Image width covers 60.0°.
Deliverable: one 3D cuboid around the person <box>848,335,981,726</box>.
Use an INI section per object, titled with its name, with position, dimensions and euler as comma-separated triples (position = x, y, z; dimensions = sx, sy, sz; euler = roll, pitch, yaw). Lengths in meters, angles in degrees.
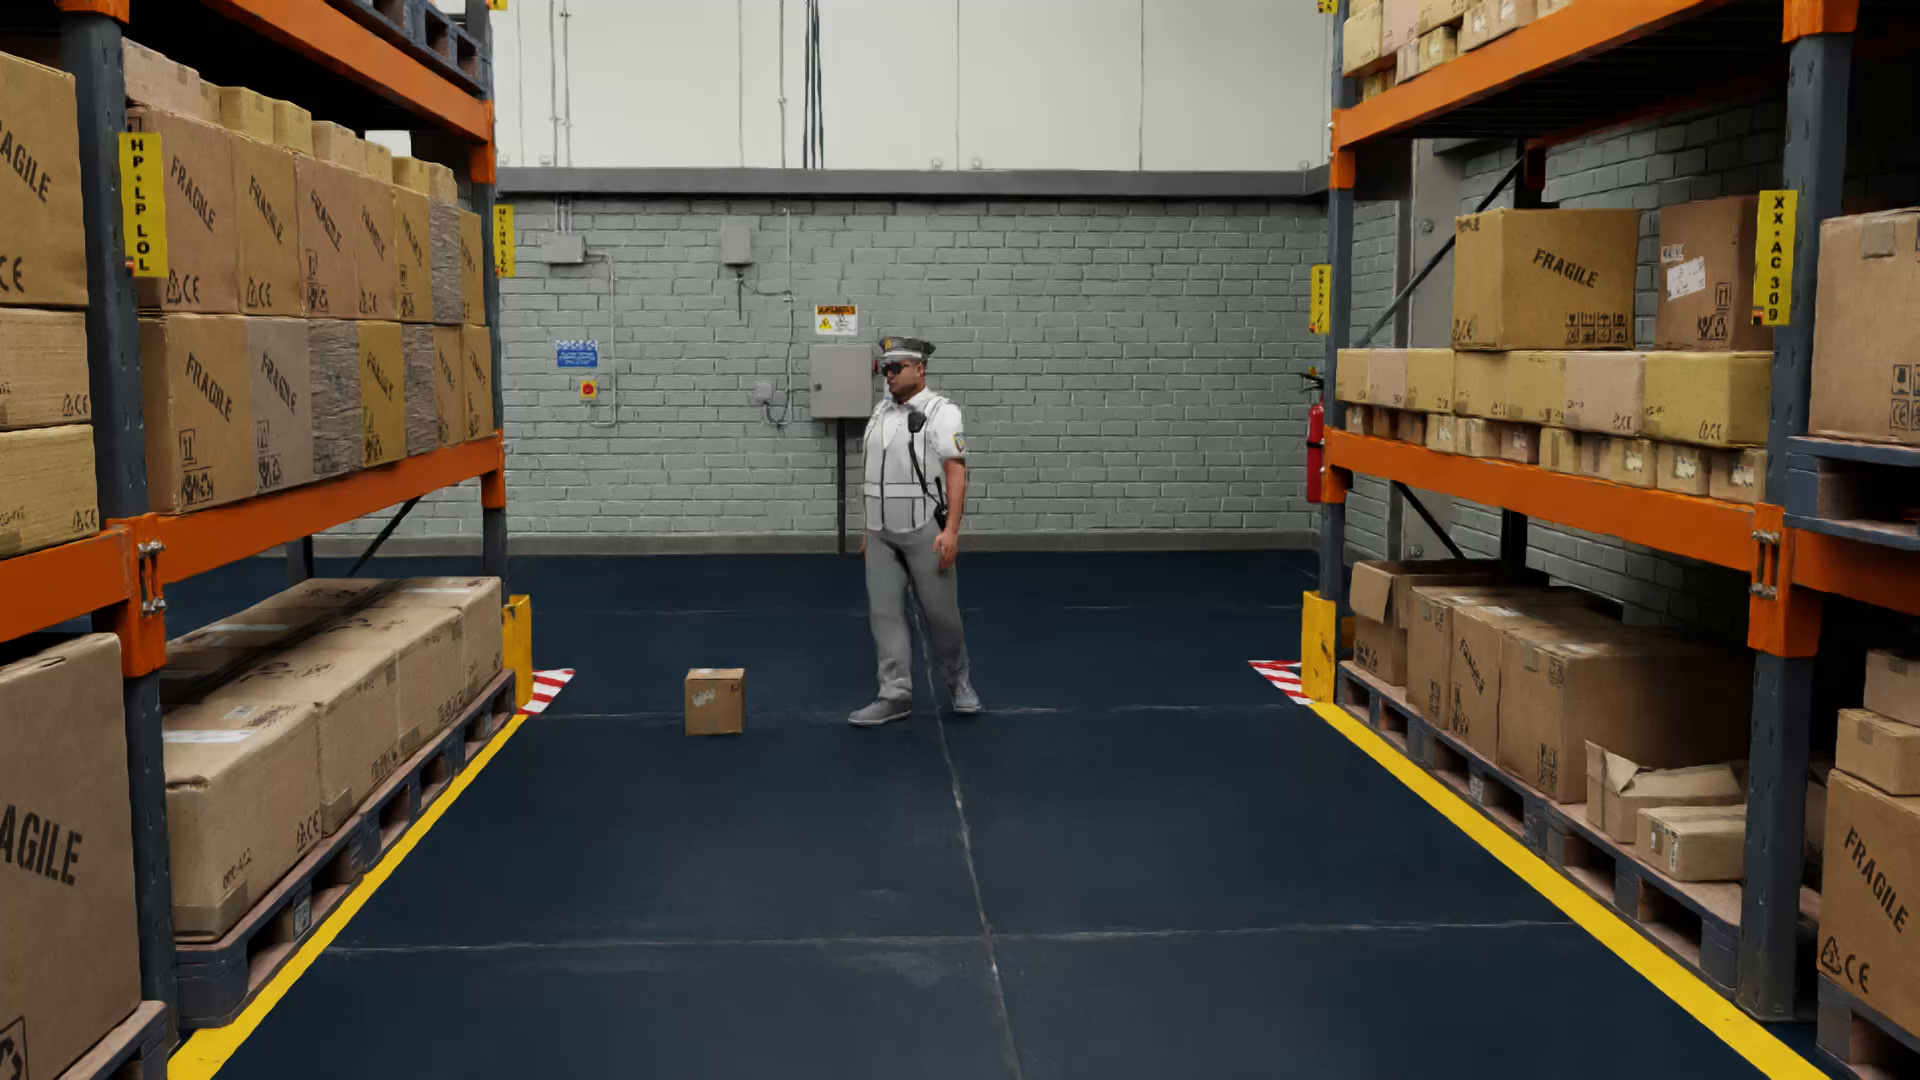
[person]
position = -0.216, -0.054, 7.622
dimensions = 0.602, 1.757, 0.662
euler = 5, 8, 34
